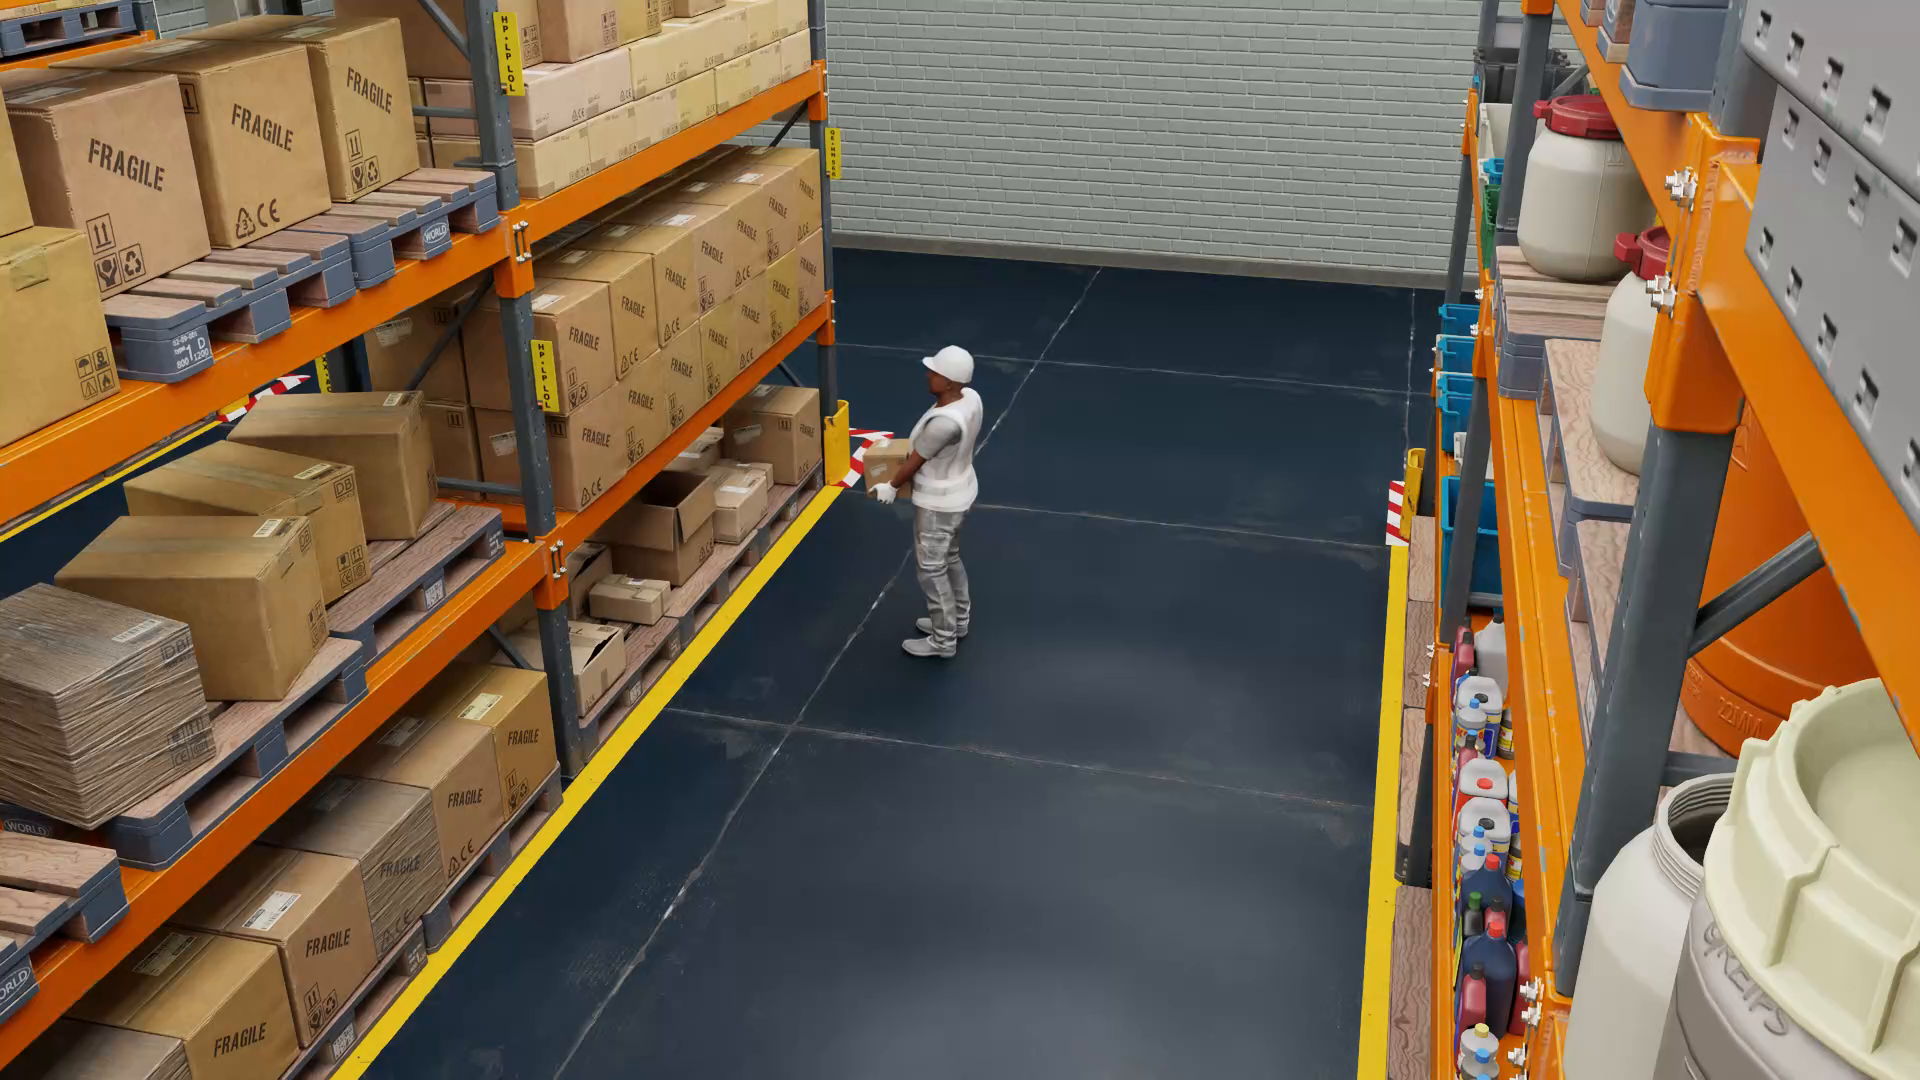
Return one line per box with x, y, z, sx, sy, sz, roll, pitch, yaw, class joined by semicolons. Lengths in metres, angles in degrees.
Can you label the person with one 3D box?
-0.189;-0.220;9.061;0.575;1.778;0.487;6;26;13;person
